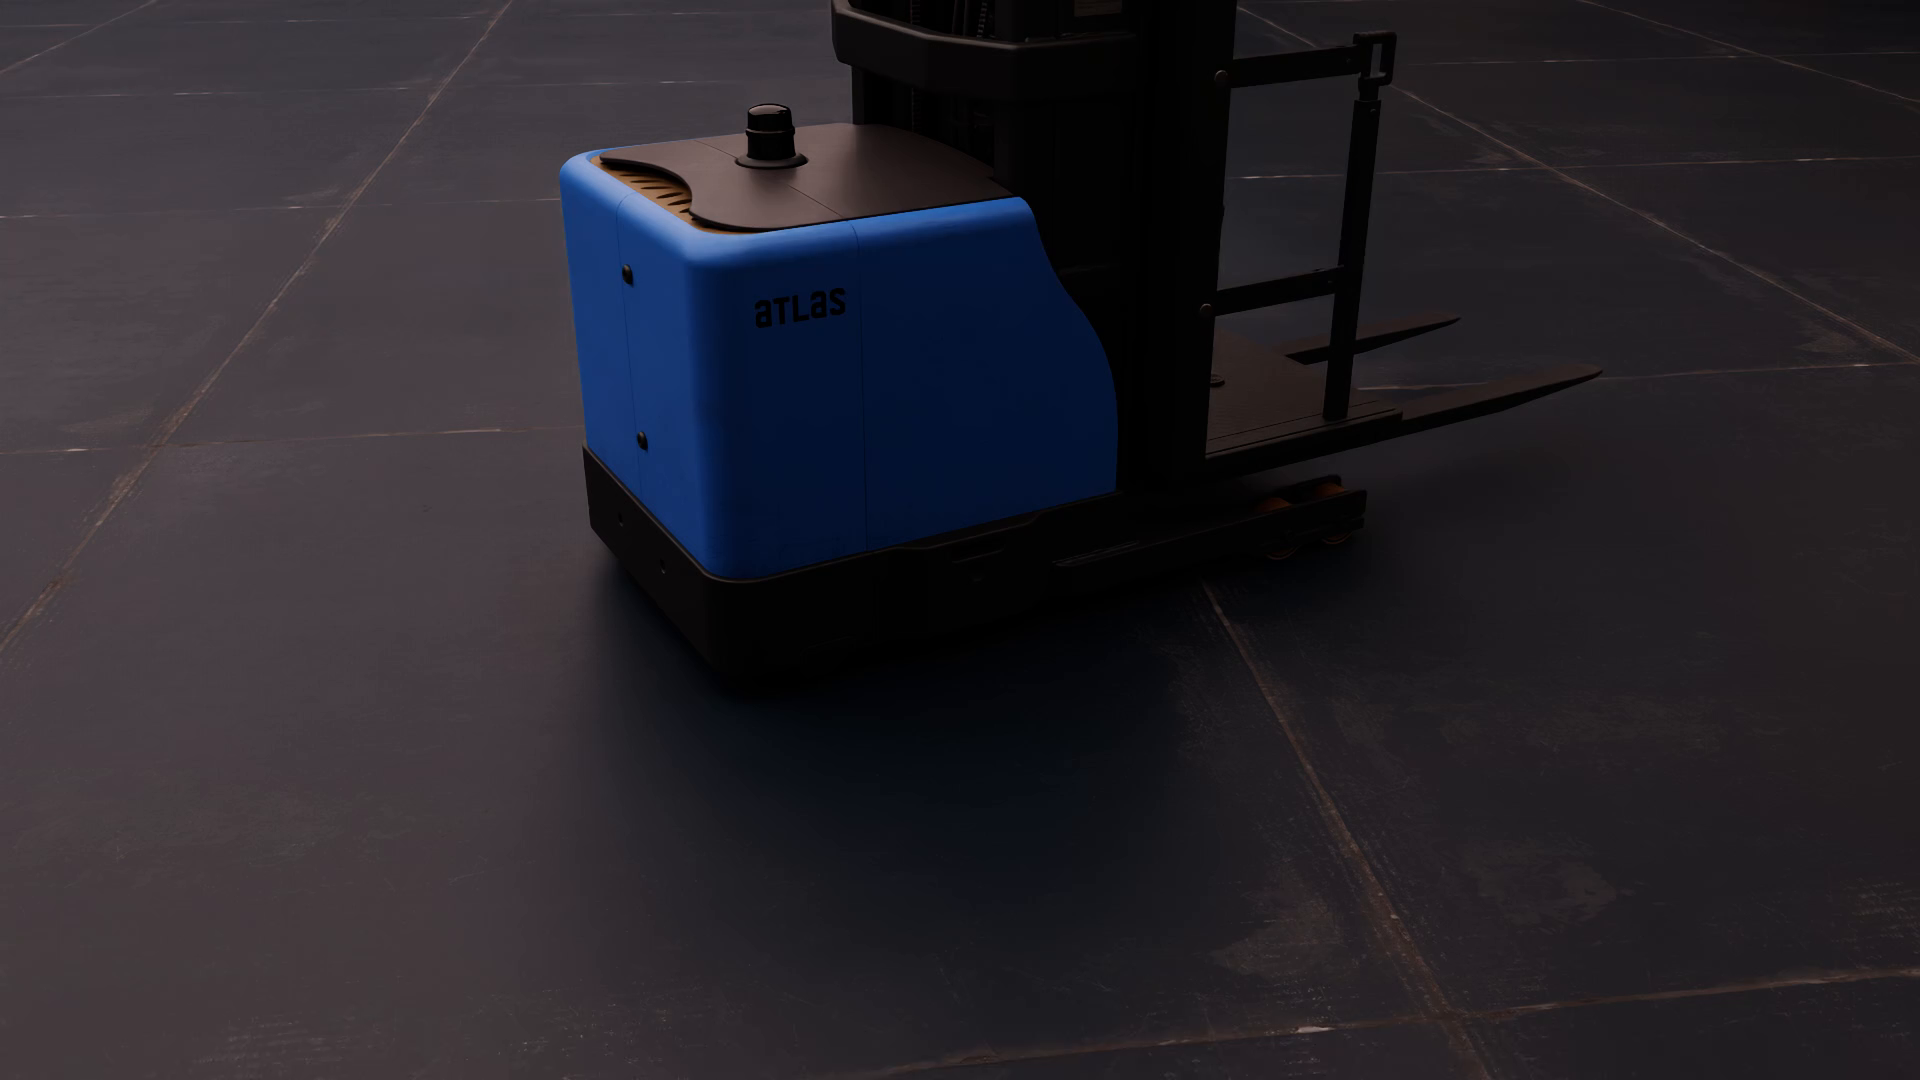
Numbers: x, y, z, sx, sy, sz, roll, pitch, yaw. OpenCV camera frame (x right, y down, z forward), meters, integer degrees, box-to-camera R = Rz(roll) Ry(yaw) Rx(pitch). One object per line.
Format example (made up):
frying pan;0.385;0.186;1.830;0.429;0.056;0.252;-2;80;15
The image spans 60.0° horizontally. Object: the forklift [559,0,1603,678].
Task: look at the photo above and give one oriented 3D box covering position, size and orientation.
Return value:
forklift;0.529;-1.451;4.240;3.031;2.935;1.130;-14;29;-26
